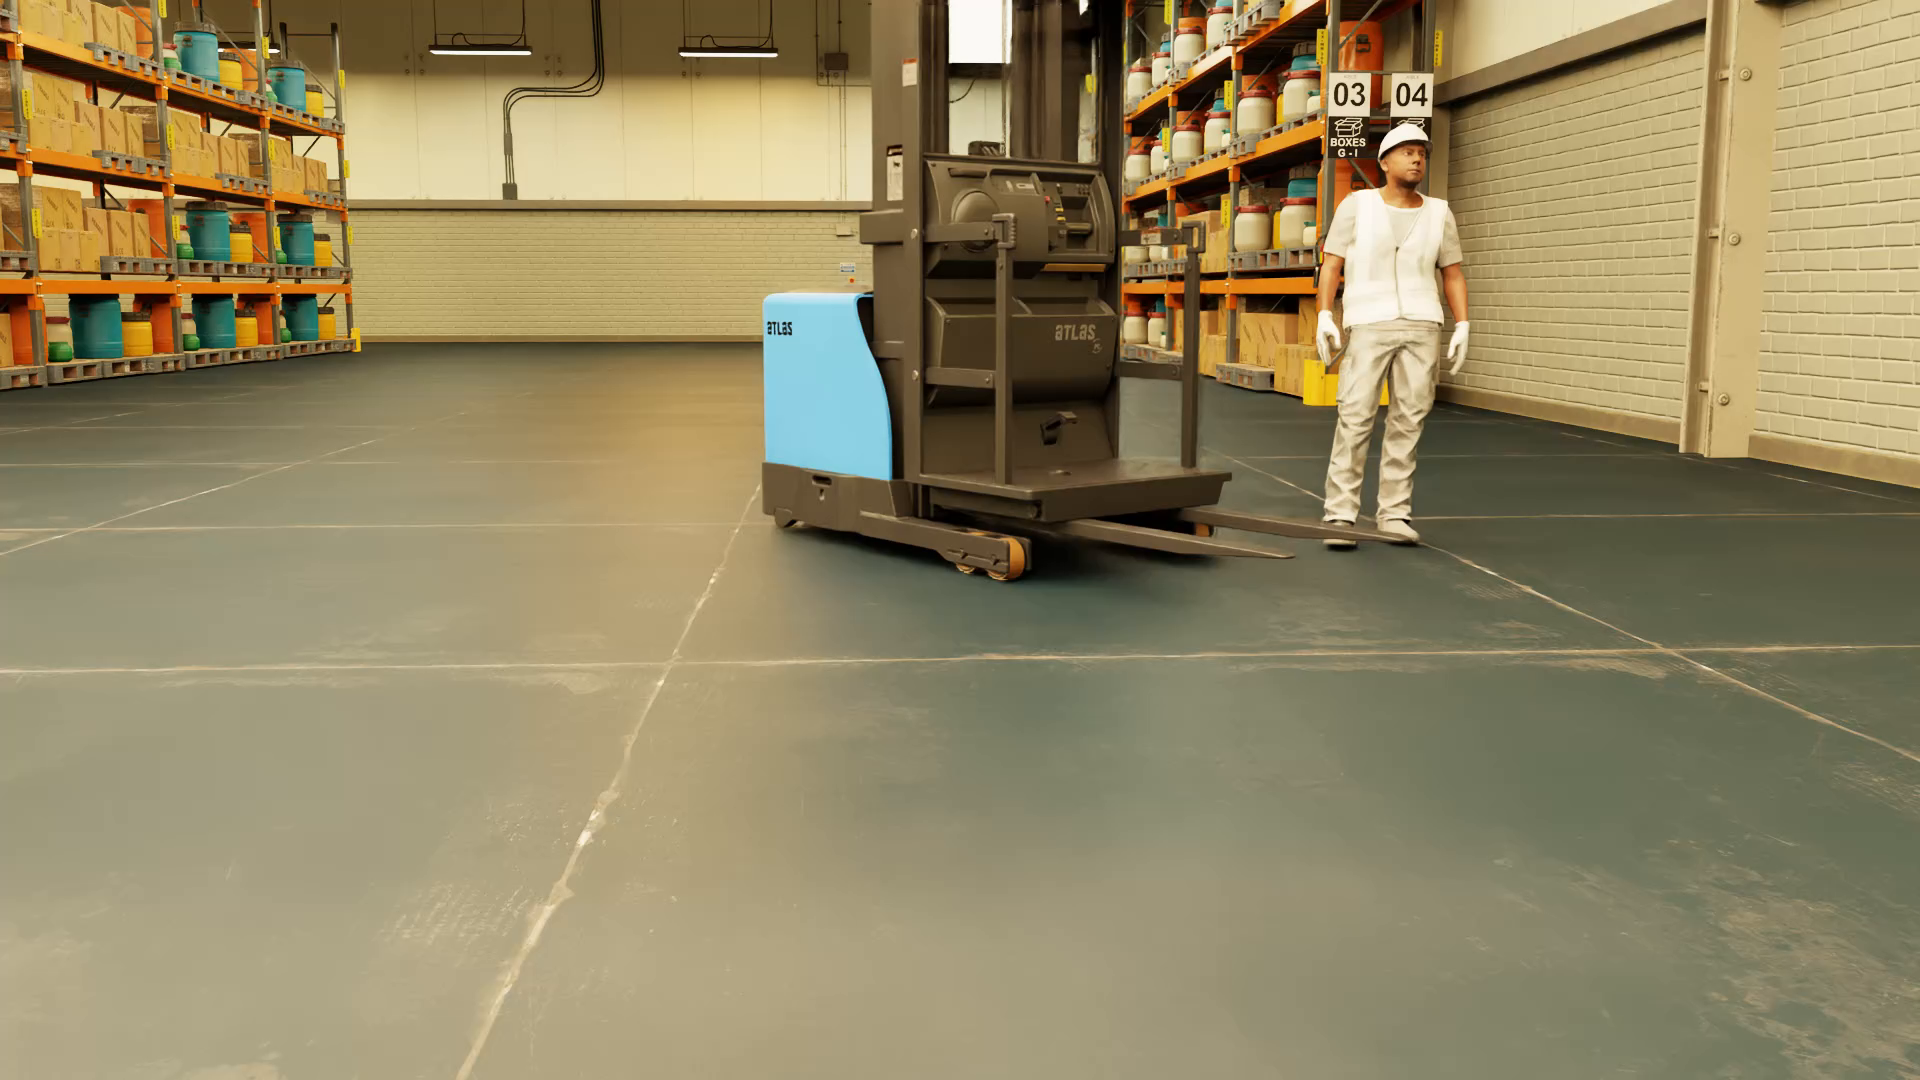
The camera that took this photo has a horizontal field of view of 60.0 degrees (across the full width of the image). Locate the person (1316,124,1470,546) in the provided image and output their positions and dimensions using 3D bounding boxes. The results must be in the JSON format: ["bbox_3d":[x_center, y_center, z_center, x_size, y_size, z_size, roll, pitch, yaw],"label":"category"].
[{"bbox_3d":[1.863,-0.878,7.114,0.658,1.785,0.569,0,8,0],"label":"person"}]

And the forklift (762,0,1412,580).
[{"bbox_3d":[0.391,-1.379,6.615,1.130,2.935,3.031,-7,11,-37],"label":"forklift"}]
